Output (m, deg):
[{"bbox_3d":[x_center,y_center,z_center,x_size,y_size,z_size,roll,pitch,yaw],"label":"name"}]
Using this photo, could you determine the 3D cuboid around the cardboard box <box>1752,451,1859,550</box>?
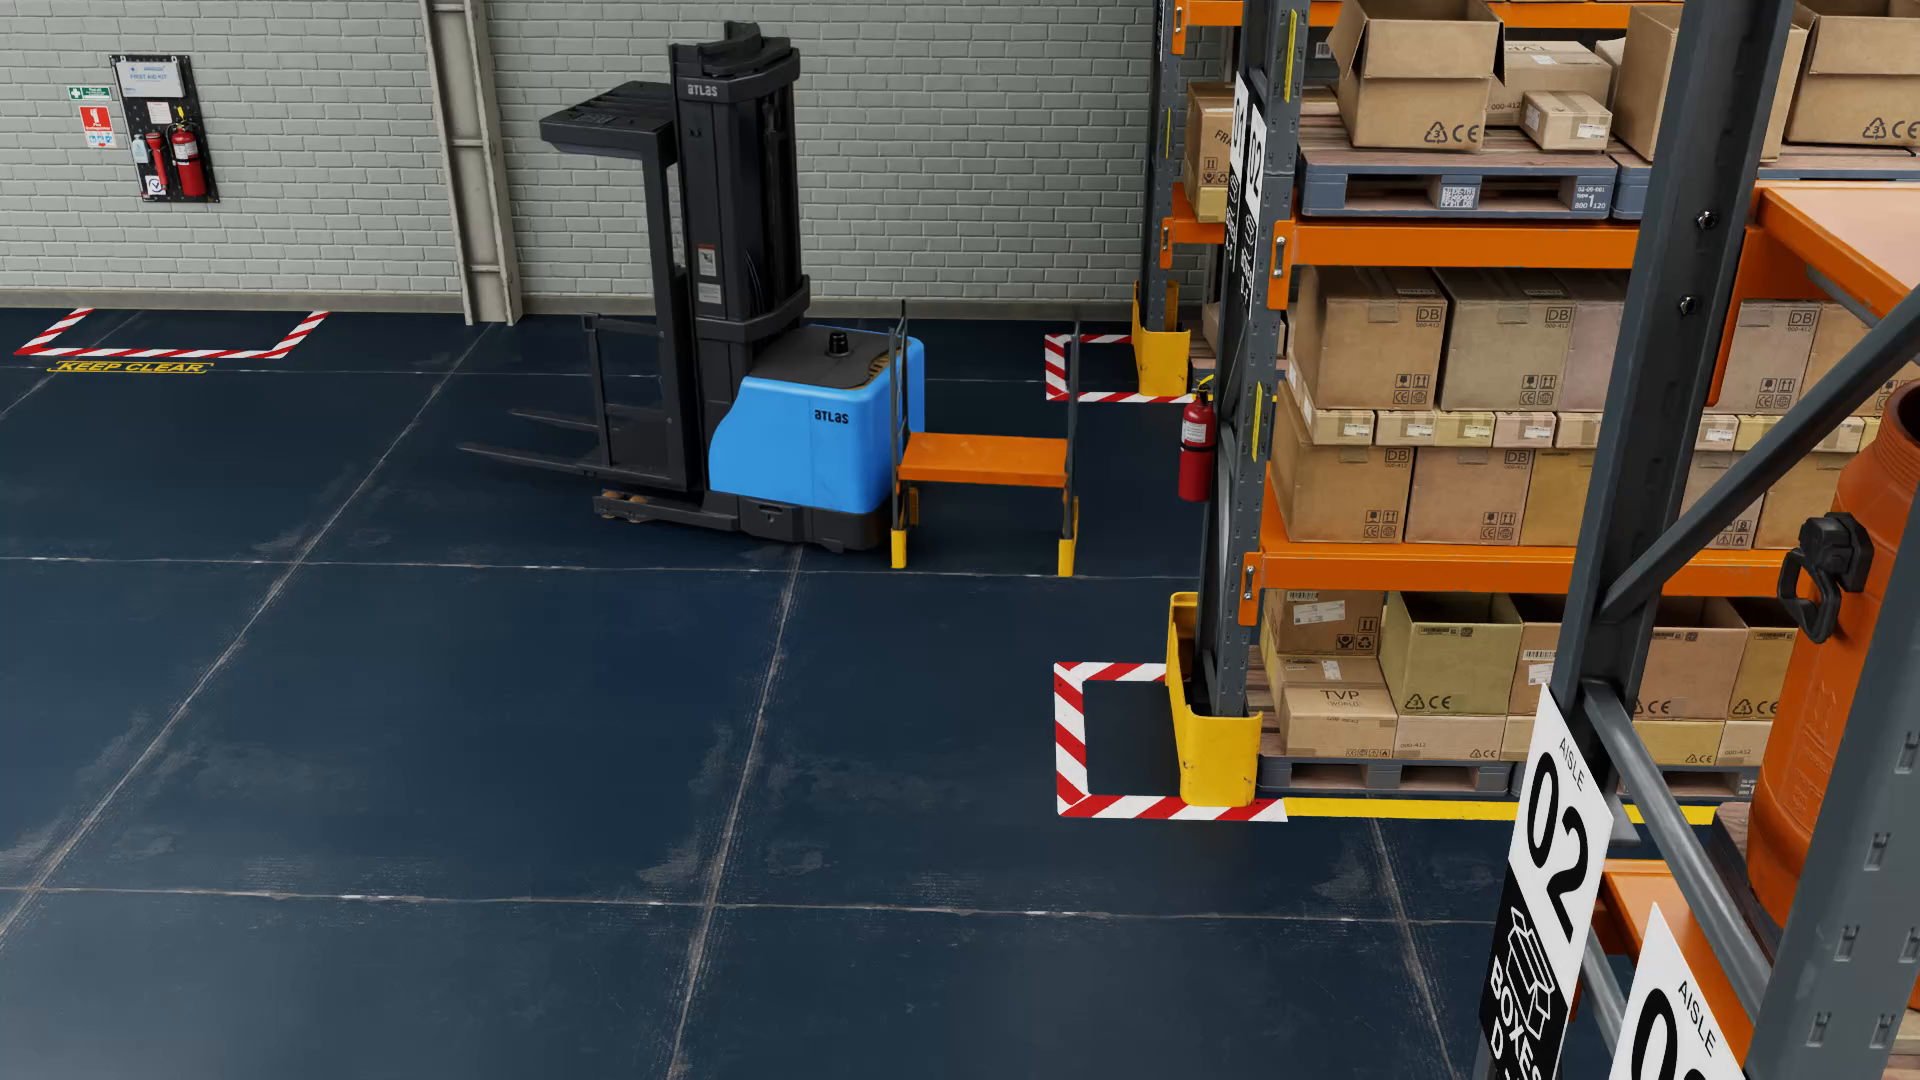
[{"bbox_3d":[3.795,-0.334,7.572,0.500,0.500,0.700,1,28,3],"label":"cardboard box"}]

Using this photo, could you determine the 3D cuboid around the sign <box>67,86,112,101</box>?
[{"bbox_3d":[-6.838,-3.509,13.063,0.331,0.109,0.001,1,28,2],"label":"sign"}]

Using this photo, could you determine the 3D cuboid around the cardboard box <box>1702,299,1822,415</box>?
[{"bbox_3d":[3.319,-0.917,7.285,0.500,0.500,0.700,1,28,2],"label":"cardboard box"}]

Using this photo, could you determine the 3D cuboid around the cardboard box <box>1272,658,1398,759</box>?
[{"bbox_3d":[1.798,0.806,8.014,0.500,0.250,0.500,1,28,2],"label":"cardboard box"}]

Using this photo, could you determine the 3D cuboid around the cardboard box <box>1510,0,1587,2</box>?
[{"bbox_3d":[3.865,-3.866,11.009,0.500,0.500,0.500,0,28,0],"label":"cardboard box"}]

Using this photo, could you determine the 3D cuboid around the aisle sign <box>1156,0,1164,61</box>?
[{"bbox_3d":[1.358,-3.664,11.184,0.004,0.787,0.394,1,28,2],"label":"aisle sign"}]

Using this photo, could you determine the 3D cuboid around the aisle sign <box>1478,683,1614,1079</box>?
[{"bbox_3d":[1.030,0.693,2.964,0.004,0.787,0.394,1,28,2],"label":"aisle sign"}]

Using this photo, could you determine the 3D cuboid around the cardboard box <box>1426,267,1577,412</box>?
[{"bbox_3d":[2.314,-0.933,7.315,0.500,0.500,0.700,0,28,0],"label":"cardboard box"}]

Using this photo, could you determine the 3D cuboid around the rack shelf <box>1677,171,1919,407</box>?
[{"bbox_3d":[3.090,-0.141,2.103,4.000,0.370,1.077,1,28,2],"label":"rack shelf"}]

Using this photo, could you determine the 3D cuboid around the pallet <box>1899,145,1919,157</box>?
[{"bbox_3d":[4.414,-1.558,6.879,1.213,0.211,1.003,1,28,2],"label":"pallet"}]

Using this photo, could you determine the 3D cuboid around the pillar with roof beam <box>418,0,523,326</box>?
[{"bbox_3d":[-3.977,-3.783,7.778,0.400,9.000,9.100,1,28,2],"label":"pillar with roof beam"}]

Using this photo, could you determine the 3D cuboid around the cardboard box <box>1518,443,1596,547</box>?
[{"bbox_3d":[2.757,-0.349,7.600,0.500,0.500,0.700,1,28,2],"label":"cardboard box"}]

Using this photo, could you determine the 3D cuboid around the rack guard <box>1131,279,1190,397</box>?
[{"bbox_3d":[1.517,-1.549,12.639,0.348,0.500,1.175,1,28,2],"label":"rack guard"}]

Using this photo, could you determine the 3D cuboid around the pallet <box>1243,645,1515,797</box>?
[{"bbox_3d":[2.035,0.889,8.348,1.213,0.211,1.003,1,28,2],"label":"pallet"}]

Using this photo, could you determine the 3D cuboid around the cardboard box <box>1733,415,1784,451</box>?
[{"bbox_3d":[3.453,-0.530,7.247,0.250,0.149,0.380,2,28,3],"label":"cardboard box"}]

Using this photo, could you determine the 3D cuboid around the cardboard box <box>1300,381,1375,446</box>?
[{"bbox_3d":[1.654,-0.560,7.304,0.250,0.149,0.380,1,28,1],"label":"cardboard box"}]

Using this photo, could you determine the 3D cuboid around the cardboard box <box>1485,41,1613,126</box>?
[{"bbox_3d":[2.430,-1.947,7.080,0.500,0.250,0.500,1,28,2],"label":"cardboard box"}]

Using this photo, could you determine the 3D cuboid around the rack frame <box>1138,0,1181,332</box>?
[{"bbox_3d":[1.441,-2.655,12.056,0.127,3.000,1.000,1,28,2],"label":"rack frame"}]

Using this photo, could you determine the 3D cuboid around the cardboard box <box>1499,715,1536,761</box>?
[{"bbox_3d":[2.797,0.821,7.986,0.500,0.250,0.500,1,28,2],"label":"cardboard box"}]

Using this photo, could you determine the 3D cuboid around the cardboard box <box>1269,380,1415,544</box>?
[{"bbox_3d":[1.736,-0.367,7.632,0.500,0.500,0.700,1,28,2],"label":"cardboard box"}]

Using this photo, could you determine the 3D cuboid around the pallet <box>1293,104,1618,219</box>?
[{"bbox_3d":[1.975,-1.599,6.955,1.213,0.211,1.003,1,28,2],"label":"pallet"}]

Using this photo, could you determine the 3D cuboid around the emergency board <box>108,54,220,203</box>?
[{"bbox_3d":[-6.294,-3.206,13.096,0.643,1.169,0.194,1,28,2],"label":"emergency board"}]

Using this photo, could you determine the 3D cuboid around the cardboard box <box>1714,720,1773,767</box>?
[{"bbox_3d":[3.797,0.840,7.951,0.500,0.250,0.500,1,28,2],"label":"cardboard box"}]

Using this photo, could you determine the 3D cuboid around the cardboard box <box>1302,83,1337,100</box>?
[{"bbox_3d":[2.422,-3.008,12.059,0.500,0.500,0.500,1,28,2],"label":"cardboard box"}]

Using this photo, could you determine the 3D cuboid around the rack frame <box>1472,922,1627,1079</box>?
[{"bbox_3d":[1.091,1.982,3.308,0.127,3.000,1.000,1,28,2],"label":"rack frame"}]

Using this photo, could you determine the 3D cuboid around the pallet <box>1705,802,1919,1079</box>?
[{"bbox_3d":[1.914,0.800,2.538,1.213,0.211,1.003,1,28,2],"label":"pallet"}]

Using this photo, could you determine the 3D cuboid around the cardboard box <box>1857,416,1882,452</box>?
[{"bbox_3d":[3.971,-0.523,7.234,0.250,0.149,0.380,1,28,2],"label":"cardboard box"}]

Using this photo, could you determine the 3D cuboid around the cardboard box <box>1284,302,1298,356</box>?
[{"bbox_3d":[2.699,-1.598,12.464,0.500,0.311,0.500,3,28,6],"label":"cardboard box"}]

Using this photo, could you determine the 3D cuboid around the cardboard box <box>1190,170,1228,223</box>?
[{"bbox_3d":[1.917,-2.441,11.791,0.500,0.250,0.500,0,28,0],"label":"cardboard box"}]

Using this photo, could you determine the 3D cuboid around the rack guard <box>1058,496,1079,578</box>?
[{"bbox_3d":[0.655,-0.024,10.028,0.087,0.250,0.587,3,28,6],"label":"rack guard"}]

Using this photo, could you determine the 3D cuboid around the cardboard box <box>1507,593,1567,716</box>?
[{"bbox_3d":[2.798,0.484,7.820,0.500,0.500,0.500,1,28,2],"label":"cardboard box"}]

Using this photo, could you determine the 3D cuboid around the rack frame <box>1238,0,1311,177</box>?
[{"bbox_3d":[1.270,-2.987,6.277,0.127,3.000,1.000,1,28,2],"label":"rack frame"}]

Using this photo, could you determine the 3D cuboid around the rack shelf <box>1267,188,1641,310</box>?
[{"bbox_3d":[3.268,-1.311,7.085,4.000,0.370,1.077,1,28,2],"label":"rack shelf"}]

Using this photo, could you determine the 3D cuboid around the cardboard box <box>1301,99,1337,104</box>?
[{"bbox_3d":[2.401,-2.767,11.606,0.500,0.500,0.500,1,28,2],"label":"cardboard box"}]

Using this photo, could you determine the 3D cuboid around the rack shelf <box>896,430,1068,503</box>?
[{"bbox_3d":[0.151,-0.444,9.870,1.000,0.185,0.538,3,28,6],"label":"rack shelf"}]

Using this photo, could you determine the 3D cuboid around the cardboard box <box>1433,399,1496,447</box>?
[{"bbox_3d":[2.167,-0.552,7.289,0.250,0.149,0.380,1,28,2],"label":"cardboard box"}]

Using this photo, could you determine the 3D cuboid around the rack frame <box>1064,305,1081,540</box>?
[{"bbox_3d":[0.656,-0.576,9.735,0.032,1.500,0.500,3,28,6],"label":"rack frame"}]

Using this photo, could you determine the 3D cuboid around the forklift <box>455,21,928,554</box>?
[{"bbox_3d":[-1.782,-1.622,10.180,3.031,2.935,1.130,9,29,17],"label":"forklift"}]

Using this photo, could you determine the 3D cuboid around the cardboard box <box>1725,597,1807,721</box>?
[{"bbox_3d":[3.797,0.502,7.787,0.500,0.500,0.500,1,28,2],"label":"cardboard box"}]

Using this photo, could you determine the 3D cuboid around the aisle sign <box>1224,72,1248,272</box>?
[{"bbox_3d":[1.214,-1.623,7.334,0.004,0.787,0.394,1,28,2],"label":"aisle sign"}]

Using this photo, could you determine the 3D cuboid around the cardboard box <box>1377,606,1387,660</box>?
[{"bbox_3d":[2.316,0.566,8.466,0.500,0.250,0.500,1,28,2],"label":"cardboard box"}]

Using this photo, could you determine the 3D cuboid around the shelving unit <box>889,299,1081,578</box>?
[{"bbox_3d":[0.160,-0.602,9.785,1.083,1.500,0.587,3,28,6],"label":"shelving unit"}]

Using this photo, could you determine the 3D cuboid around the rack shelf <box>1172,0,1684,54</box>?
[{"bbox_3d":[3.440,-3.629,11.459,4.000,0.370,1.077,1,28,2],"label":"rack shelf"}]

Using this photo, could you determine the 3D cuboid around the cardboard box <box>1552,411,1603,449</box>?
[{"bbox_3d":[2.686,-0.543,7.273,0.250,0.149,0.380,0,28,0],"label":"cardboard box"}]

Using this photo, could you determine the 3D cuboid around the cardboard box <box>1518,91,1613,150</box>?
[{"bbox_3d":[2.439,-1.696,6.714,0.250,0.149,0.380,1,28,2],"label":"cardboard box"}]

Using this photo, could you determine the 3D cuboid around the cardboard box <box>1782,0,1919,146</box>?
[{"bbox_3d":[3.626,-1.975,6.862,0.637,0.503,0.797,4,28,7],"label":"cardboard box"}]

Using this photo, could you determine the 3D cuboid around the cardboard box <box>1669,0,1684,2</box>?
[{"bbox_3d":[4.922,-3.860,10.998,0.500,0.500,0.500,2,28,3],"label":"cardboard box"}]

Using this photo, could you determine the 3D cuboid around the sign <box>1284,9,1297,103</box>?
[{"bbox_3d":[1.244,-1.823,6.266,0.005,0.325,0.100,1,28,2],"label":"sign"}]
